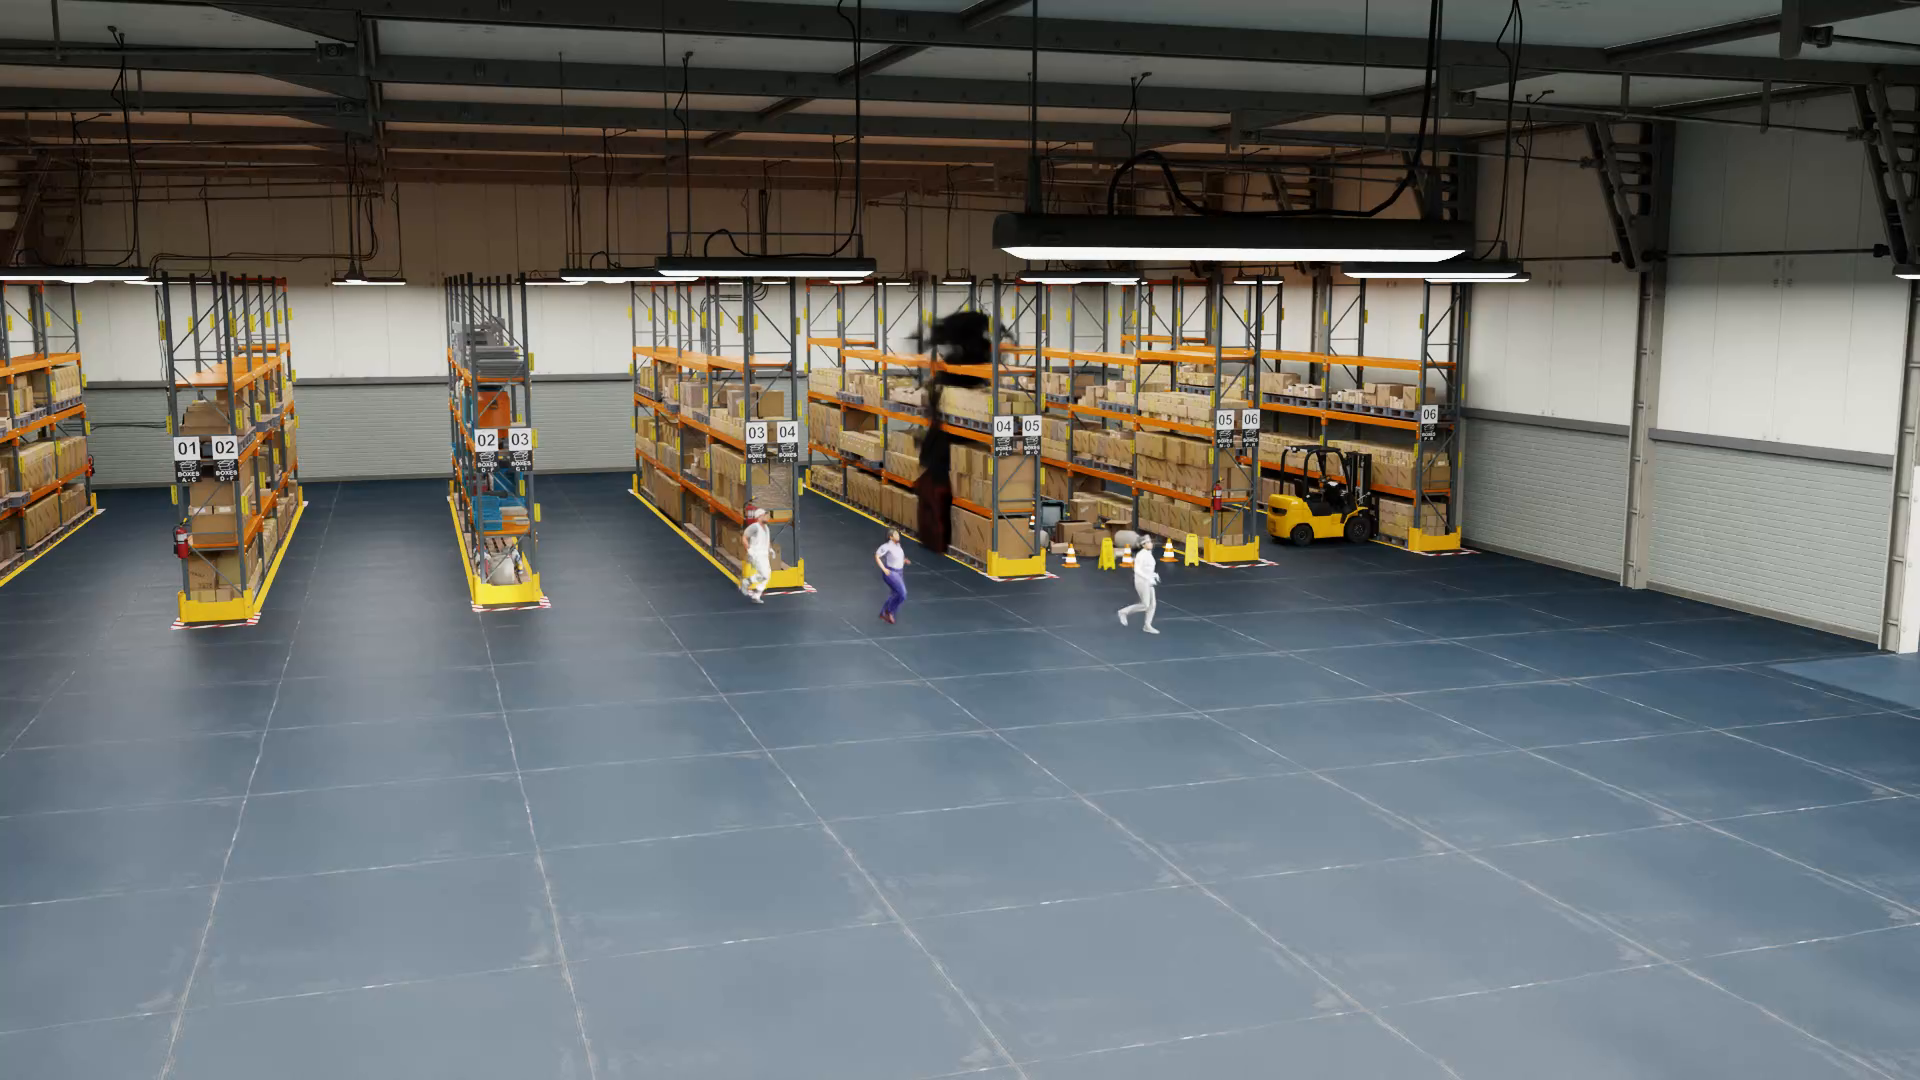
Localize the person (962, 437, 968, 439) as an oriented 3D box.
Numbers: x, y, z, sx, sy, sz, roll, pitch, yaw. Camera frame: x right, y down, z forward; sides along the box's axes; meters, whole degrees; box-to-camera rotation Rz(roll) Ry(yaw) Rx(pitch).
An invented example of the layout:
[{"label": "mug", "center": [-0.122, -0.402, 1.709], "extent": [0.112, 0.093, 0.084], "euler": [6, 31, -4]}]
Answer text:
[{"label": "person", "center": [0.234, -2.838, 51.381], "extent": [0.596, 1.681, 0.713], "euler": [2, 9, 10]}]

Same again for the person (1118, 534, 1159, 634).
[{"label": "person", "center": [3.033, 0.720, 27.894], "extent": [0.683, 1.685, 0.622], "euler": [3, 9, 22]}]

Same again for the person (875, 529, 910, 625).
[{"label": "person", "center": [-1.140, 0.622, 28.590], "extent": [0.593, 1.642, 0.641], "euler": [4, 9, 23]}]

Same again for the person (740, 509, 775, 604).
[{"label": "person", "center": [-3.684, 0.280, 30.588], "extent": [0.563, 1.710, 0.703], "euler": [4, 10, 26]}]
